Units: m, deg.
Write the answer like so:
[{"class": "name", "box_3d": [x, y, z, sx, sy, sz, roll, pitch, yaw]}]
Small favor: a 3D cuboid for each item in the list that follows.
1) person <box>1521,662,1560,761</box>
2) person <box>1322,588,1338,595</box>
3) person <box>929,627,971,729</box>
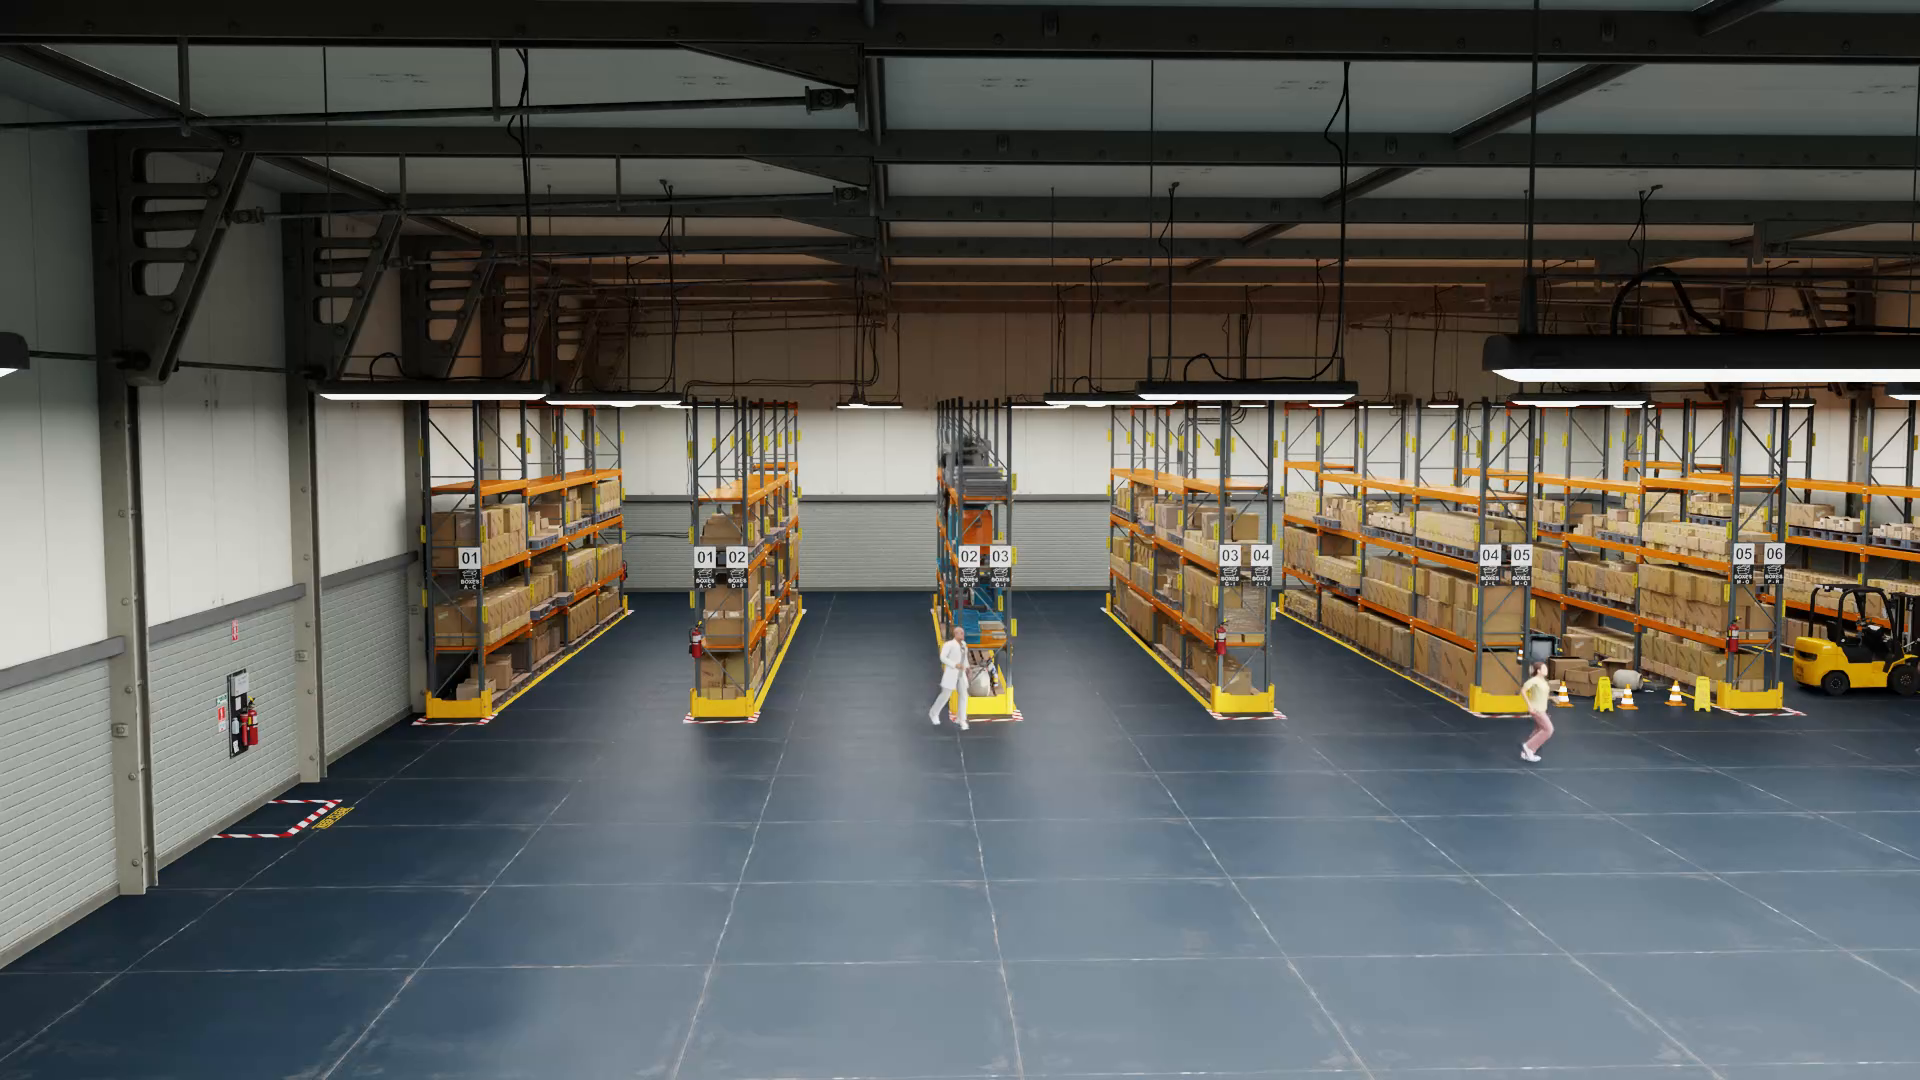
[{"class": "person", "box_3d": [9.484, 2.802, 27.188, 0.564, 1.635, 0.587, 3, 5, 34]}, {"class": "person", "box_3d": [10.686, 1.093, 48.607, 0.723, 1.741, 0.953, -4, 6, -40]}, {"class": "person", "box_3d": [-0.064, 2.489, 30.298, 0.765, 1.795, 0.930, -4, 6, -44]}]
